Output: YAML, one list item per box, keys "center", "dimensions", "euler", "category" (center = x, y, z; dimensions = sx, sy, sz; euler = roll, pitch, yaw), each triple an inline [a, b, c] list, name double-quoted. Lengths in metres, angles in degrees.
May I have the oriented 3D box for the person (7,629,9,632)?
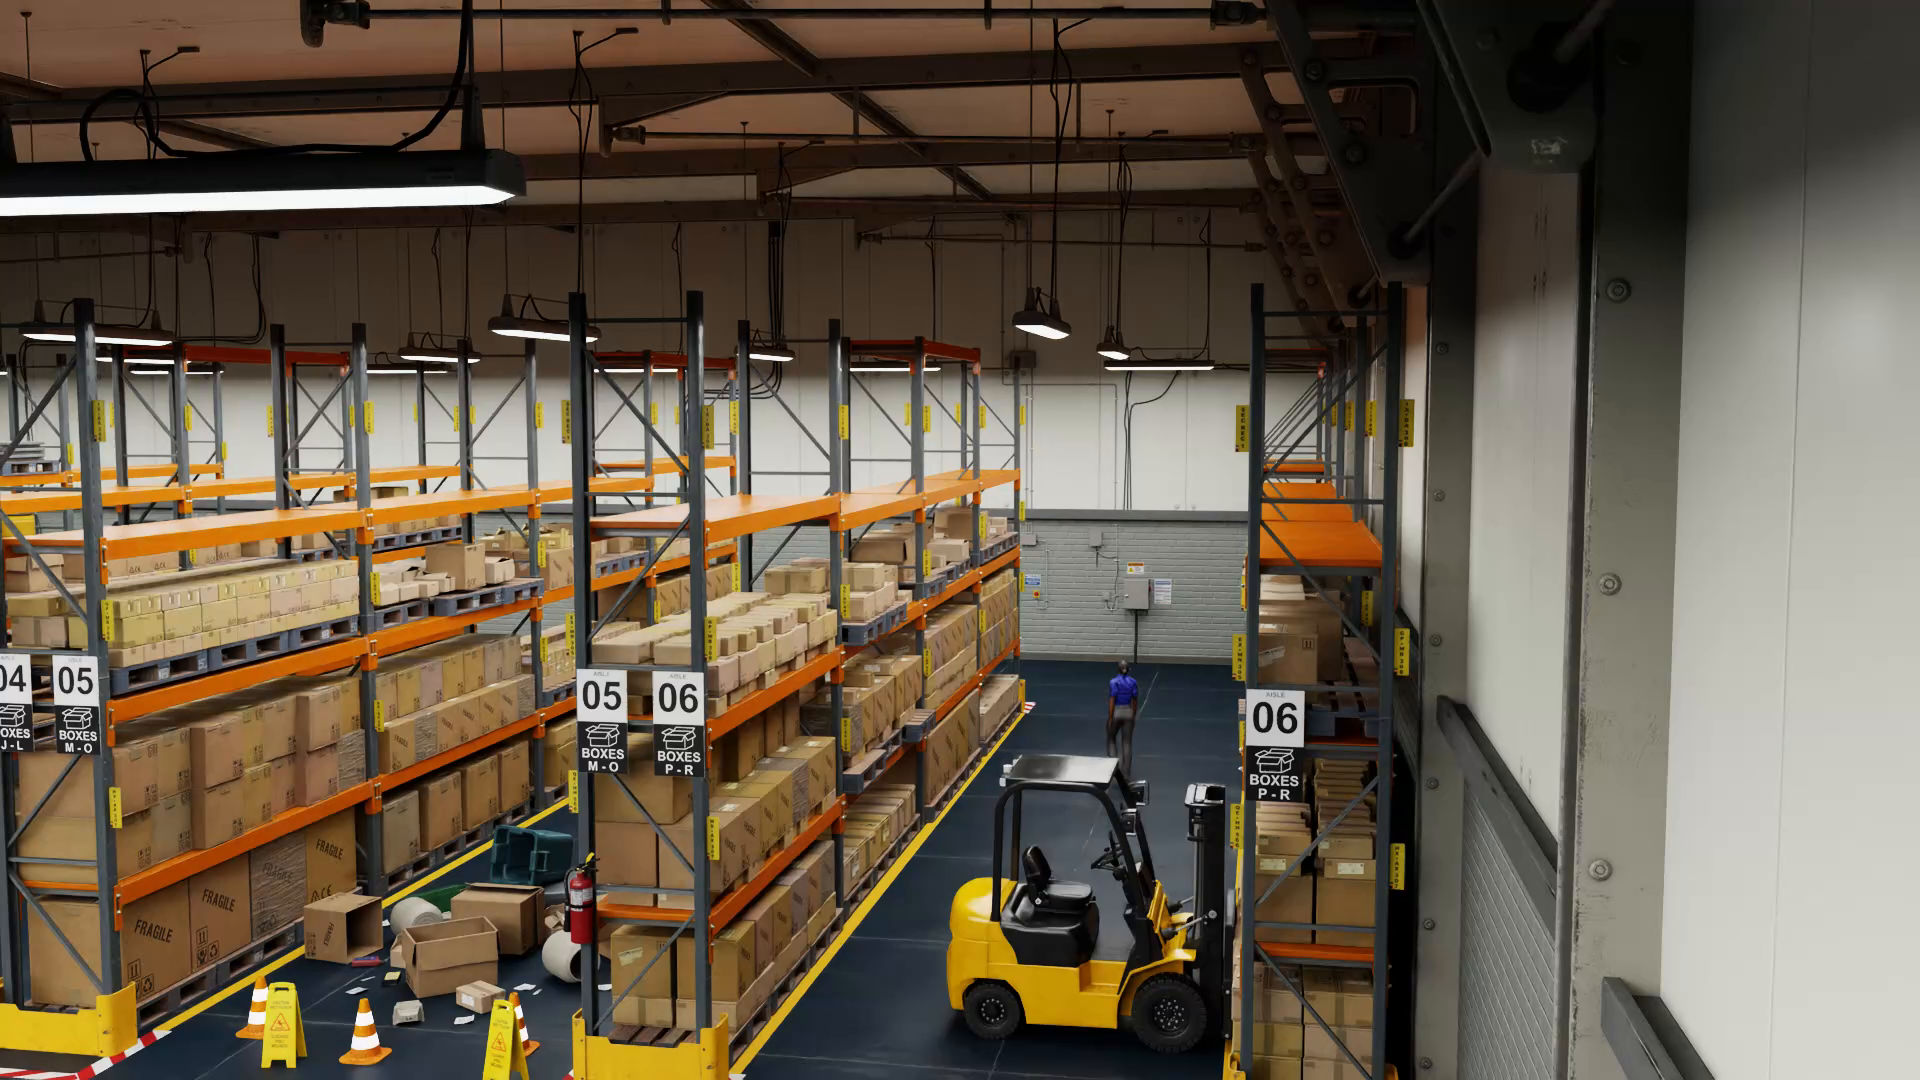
- center: [-18.954, 1.629, 33.327]
  dimensions: [1.133, 1.728, 0.567]
  euler: [3, 5, 30]
  category: "person"

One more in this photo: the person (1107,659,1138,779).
- center: [2.263, 2.508, 23.113]
  dimensions: [0.465, 1.697, 0.555]
  euler: [-1, 5, -8]
  category: "person"
